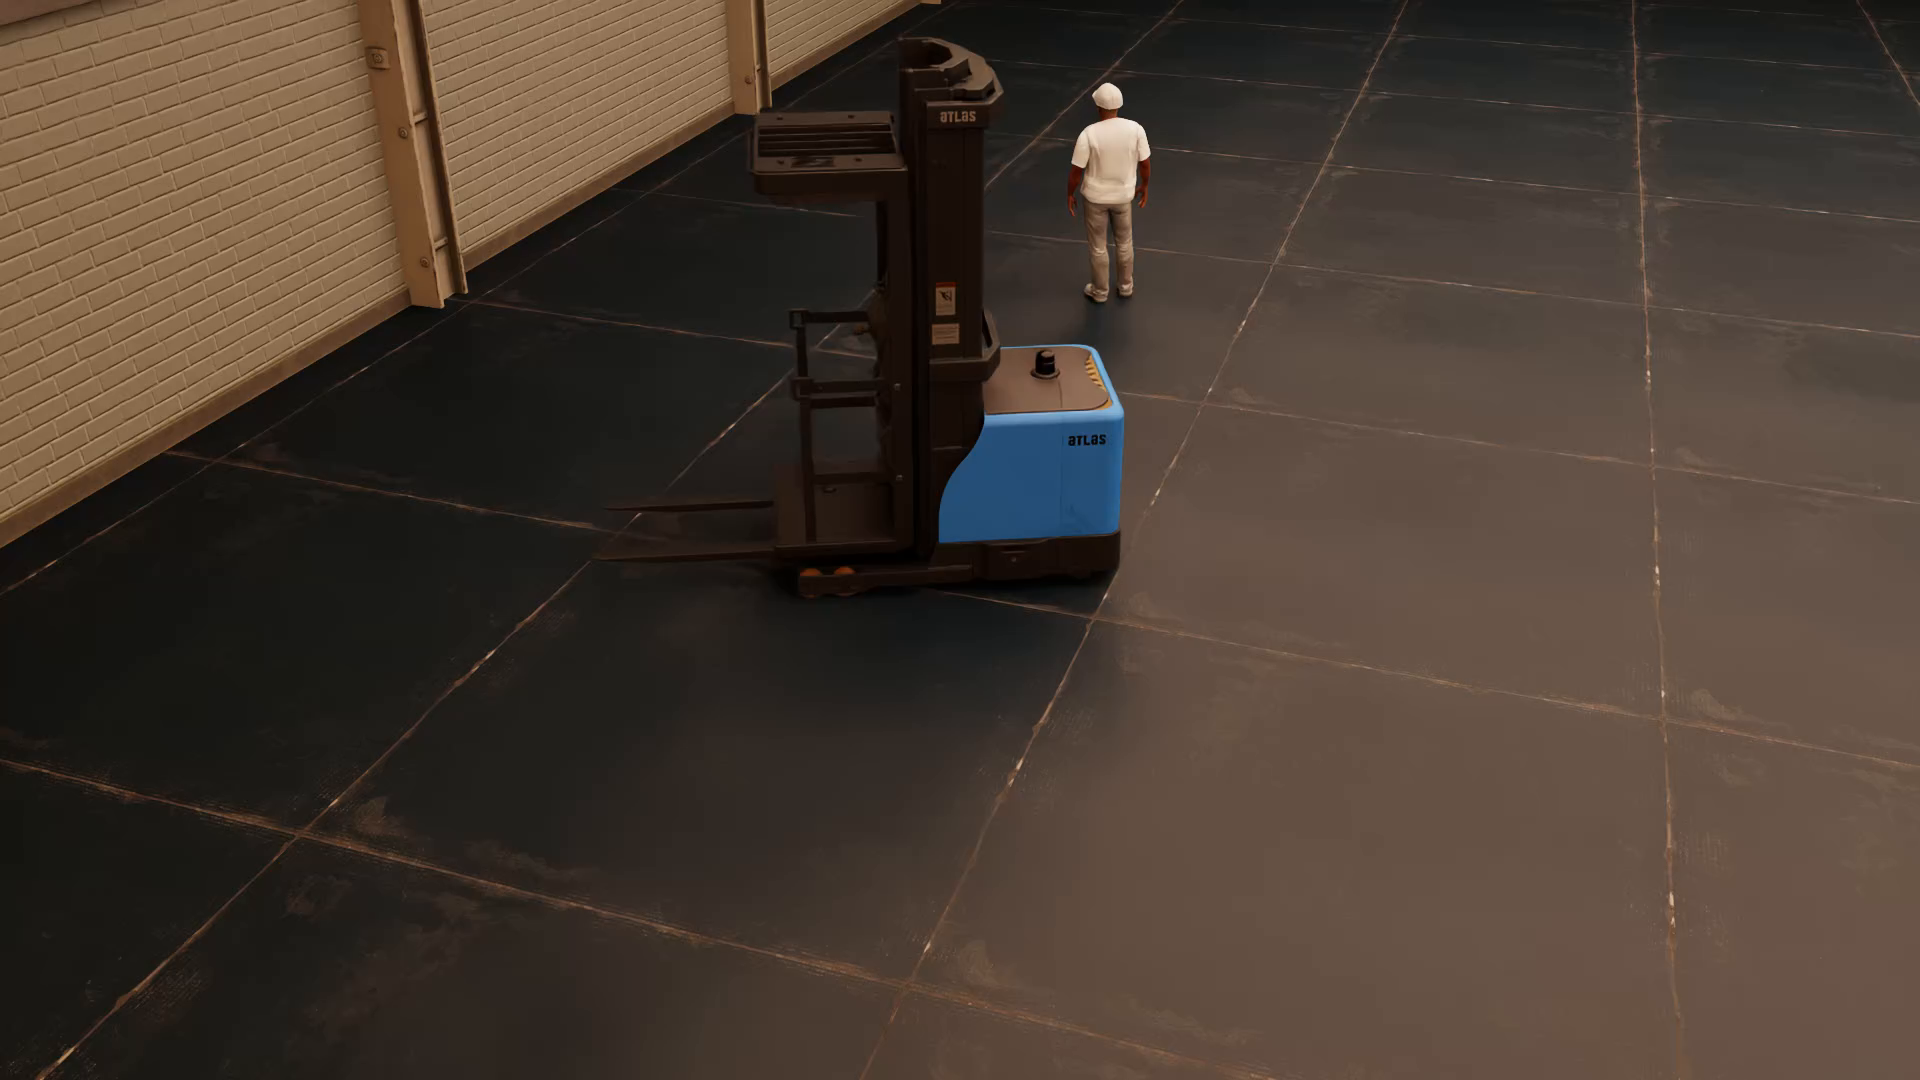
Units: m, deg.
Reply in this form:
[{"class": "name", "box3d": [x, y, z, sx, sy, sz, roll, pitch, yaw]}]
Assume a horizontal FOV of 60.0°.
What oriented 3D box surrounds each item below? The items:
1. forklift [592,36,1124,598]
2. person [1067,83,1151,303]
[{"class": "forklift", "box3d": [-0.624, -1.215, 9.268, 3.031, 2.935, 1.130, -3, 30, -5]}, {"class": "person", "box3d": [1.151, -2.747, 13.119, 0.665, 1.767, 0.570, -5, 30, -8]}]
